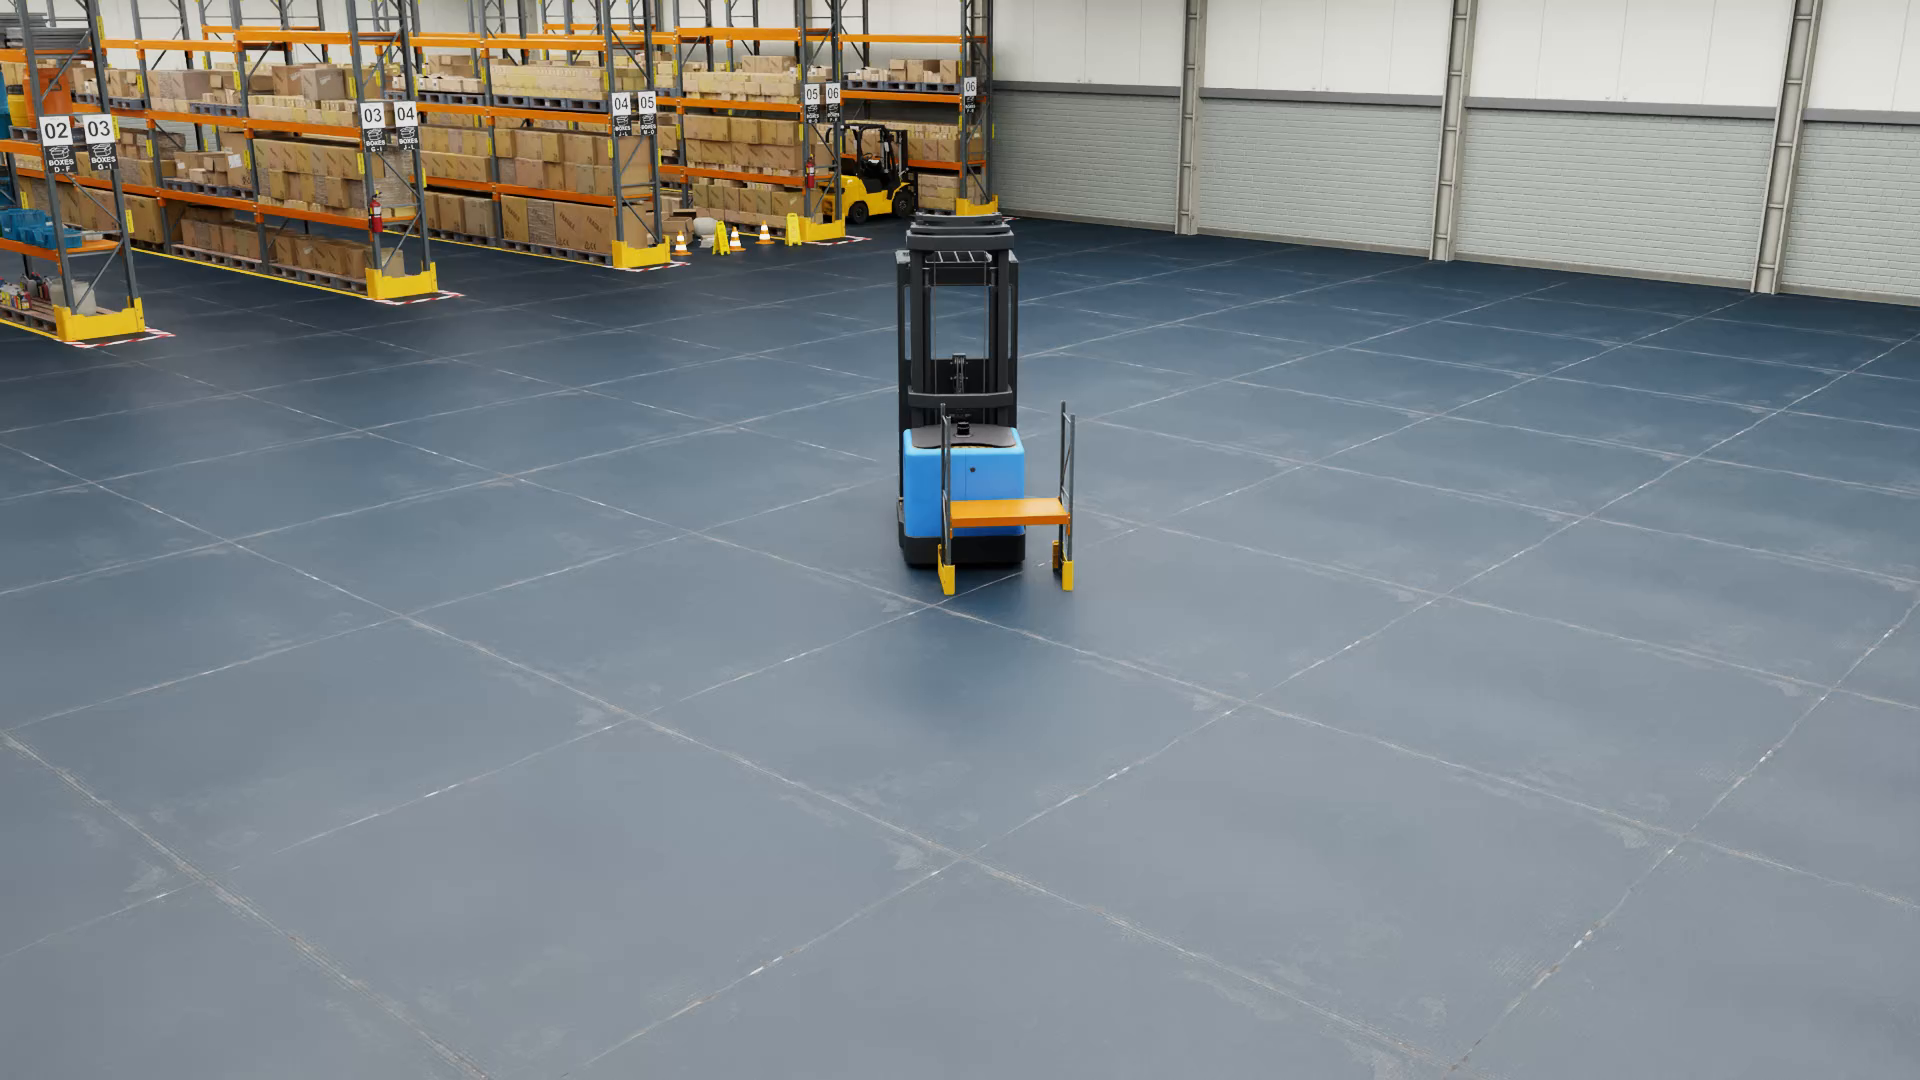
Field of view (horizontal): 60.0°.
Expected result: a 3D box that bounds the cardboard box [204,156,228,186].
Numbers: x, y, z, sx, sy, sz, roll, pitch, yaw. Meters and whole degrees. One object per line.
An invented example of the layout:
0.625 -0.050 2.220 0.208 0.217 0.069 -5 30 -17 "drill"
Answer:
-13.837 -7.002 31.490 0.797 0.503 0.637 -15 23 -40 "cardboard box"

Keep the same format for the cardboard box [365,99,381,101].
-9.940 -7.375 28.160 0.250 0.149 0.380 15 23 38 "cardboard box"

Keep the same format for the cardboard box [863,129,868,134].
-2.137 -9.927 40.334 0.250 0.149 0.380 15 23 39 "cardboard box"

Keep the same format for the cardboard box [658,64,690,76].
-6.419 -10.552 37.308 0.500 0.250 0.500 16 23 40 "cardboard box"

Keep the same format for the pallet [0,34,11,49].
-14.215 -7.480 24.915 1.213 0.211 1.003 15 23 39 "pallet"

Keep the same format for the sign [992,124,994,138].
0.756 -9.563 38.862 0.005 0.325 0.100 15 23 39 "sign"

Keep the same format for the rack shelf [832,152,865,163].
-4.105 -9.850 42.518 4.000 0.370 1.077 15 23 39 "rack shelf"

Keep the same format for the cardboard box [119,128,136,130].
-17.474 -8.291 34.592 0.637 0.503 0.797 15 23 40 "cardboard box"

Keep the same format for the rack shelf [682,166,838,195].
-4.405 -7.923 36.446 4.000 0.370 1.077 15 23 39 "rack shelf"

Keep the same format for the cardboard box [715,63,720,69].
-6.181 -12.363 43.386 0.250 0.149 0.380 14 22 37 "cardboard box"

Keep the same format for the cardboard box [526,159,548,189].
-8.075 -7.287 33.005 0.550 0.550 0.875 15 23 39 "cardboard box"

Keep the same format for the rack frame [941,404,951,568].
-0.118 -0.348 13.865 0.032 1.500 0.500 -2 18 -6 "rack frame"

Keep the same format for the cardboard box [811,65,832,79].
-3.312 -11.517 40.909 0.500 0.311 0.500 14 22 38 "cardboard box"

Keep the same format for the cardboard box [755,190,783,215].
-4.074 -7.317 35.960 0.500 0.500 0.500 16 24 41 "cardboard box"

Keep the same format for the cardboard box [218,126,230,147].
-17.934 -9.974 41.061 0.500 0.500 0.500 16 24 42 "cardboard box"

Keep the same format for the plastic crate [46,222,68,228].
-14.384 -4.911 26.200 0.437 0.136 0.530 15 23 39 "plastic crate"

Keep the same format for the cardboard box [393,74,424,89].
-11.707 -9.771 35.407 0.500 0.311 0.500 15 23 39 "cardboard box"

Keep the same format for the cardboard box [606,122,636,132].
-7.914 -9.510 38.904 0.500 0.500 0.500 16 23 40 "cardboard box"

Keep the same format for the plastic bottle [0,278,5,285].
-15.342 -4.029 26.637 0.185 0.351 0.144 15 23 39 "plastic bottle"

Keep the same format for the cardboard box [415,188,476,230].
-11.051 -7.141 35.817 0.750 0.750 1.050 15 23 40 "cardboard box"

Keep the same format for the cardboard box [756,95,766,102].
-4.109 -9.392 35.341 0.250 0.149 0.380 15 23 39 "cardboard box"

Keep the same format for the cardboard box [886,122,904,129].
-1.551 -9.918 39.814 0.250 0.149 0.380 15 23 39 "cardboard box"

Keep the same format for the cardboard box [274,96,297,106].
-11.795 -7.702 29.190 0.250 0.149 0.380 16 24 41 "cardboard box"

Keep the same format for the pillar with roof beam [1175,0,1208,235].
2.090 -10.013 31.923 0.400 9.000 9.100 15 23 39 "pillar with roof beam"

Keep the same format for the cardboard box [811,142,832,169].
-3.079 -8.212 35.509 0.500 0.500 0.500 15 23 38 "cardboard box"

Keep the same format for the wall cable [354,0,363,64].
-16.939 -15.825 50.176 0.133 3.039 2.988 15 23 39 "wall cable"

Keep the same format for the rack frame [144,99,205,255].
-15.471 -7.229 33.068 0.127 3.000 1.000 15 23 39 "rack frame"

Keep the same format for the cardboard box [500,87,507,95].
-8.869 -8.884 32.880 0.250 0.149 0.380 15 23 39 "cardboard box"

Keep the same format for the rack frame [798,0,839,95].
-2.909 -10.724 34.164 0.127 3.000 1.000 15 23 39 "rack frame"

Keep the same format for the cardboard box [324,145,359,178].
-10.440 -6.442 28.280 0.500 0.500 0.500 15 23 39 "cardboard box"

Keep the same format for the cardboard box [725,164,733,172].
-4.928 -8.153 36.397 0.250 0.149 0.380 15 23 40 "cardboard box"

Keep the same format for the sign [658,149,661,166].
-5.746 -7.299 31.728 0.005 0.325 0.100 15 23 39 "sign"

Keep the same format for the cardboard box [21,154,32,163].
-20.508 -8.543 36.967 0.500 0.250 0.500 14 22 37 "cardboard box"

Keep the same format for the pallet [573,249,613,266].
-6.769 -5.538 32.351 1.213 0.211 1.003 15 23 39 "pallet"

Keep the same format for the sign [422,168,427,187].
-9.127 -6.158 28.263 0.005 0.325 0.100 15 23 39 "sign"

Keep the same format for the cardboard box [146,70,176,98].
-15.290 -8.792 32.043 0.500 0.500 0.500 15 23 40 "cardboard box"

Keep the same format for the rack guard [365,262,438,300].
-9.544 -4.446 28.433 0.348 0.500 1.175 15 23 39 "rack guard"

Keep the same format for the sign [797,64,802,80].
-3.293 -9.595 34.101 0.005 0.325 0.100 15 23 39 "sign"

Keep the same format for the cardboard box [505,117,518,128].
-10.974 -10.448 41.393 0.500 0.500 0.500 14 23 38 "cardboard box"

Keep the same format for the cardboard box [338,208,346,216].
-10.422 -5.656 28.528 0.250 0.149 0.380 15 23 39 "cardboard box"

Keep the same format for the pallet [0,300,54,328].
-14.375 -3.587 26.202 1.213 0.211 1.003 15 23 39 "pallet"

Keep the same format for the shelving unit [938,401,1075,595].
0.379 -0.364 13.917 1.083 1.500 0.587 -2 18 -6 "shelving unit"

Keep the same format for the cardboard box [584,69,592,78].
-6.782 -8.703 30.994 0.250 0.149 0.380 15 23 40 "cardboard box"

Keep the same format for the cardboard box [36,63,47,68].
-19.487 -10.010 35.847 0.500 0.500 0.700 17 24 42 "cardboard box"

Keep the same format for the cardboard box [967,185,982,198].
0.169 -8.258 39.335 0.500 0.250 0.500 16 23 40 "cardboard box"

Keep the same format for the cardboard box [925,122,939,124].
-0.627 -9.888 39.718 0.250 0.149 0.380 14 23 38 "cardboard box"

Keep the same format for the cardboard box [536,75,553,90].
-7.796 -8.810 31.989 0.500 0.250 0.500 15 23 40 "cardboard box"

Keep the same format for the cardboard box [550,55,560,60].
-11.419 -13.793 47.724 0.500 0.250 0.500 15 23 39 "cardboard box"

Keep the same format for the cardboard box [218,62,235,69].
-17.817 -11.552 40.494 0.250 0.149 0.380 16 24 41 "cardboard box"

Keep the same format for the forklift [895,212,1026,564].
-0.036 -1.587 15.407 1.130 2.935 3.031 -1 18 -3 "forklift"

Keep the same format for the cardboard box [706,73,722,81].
-5.298 -10.061 36.132 0.250 0.149 0.380 15 23 39 "cardboard box"
